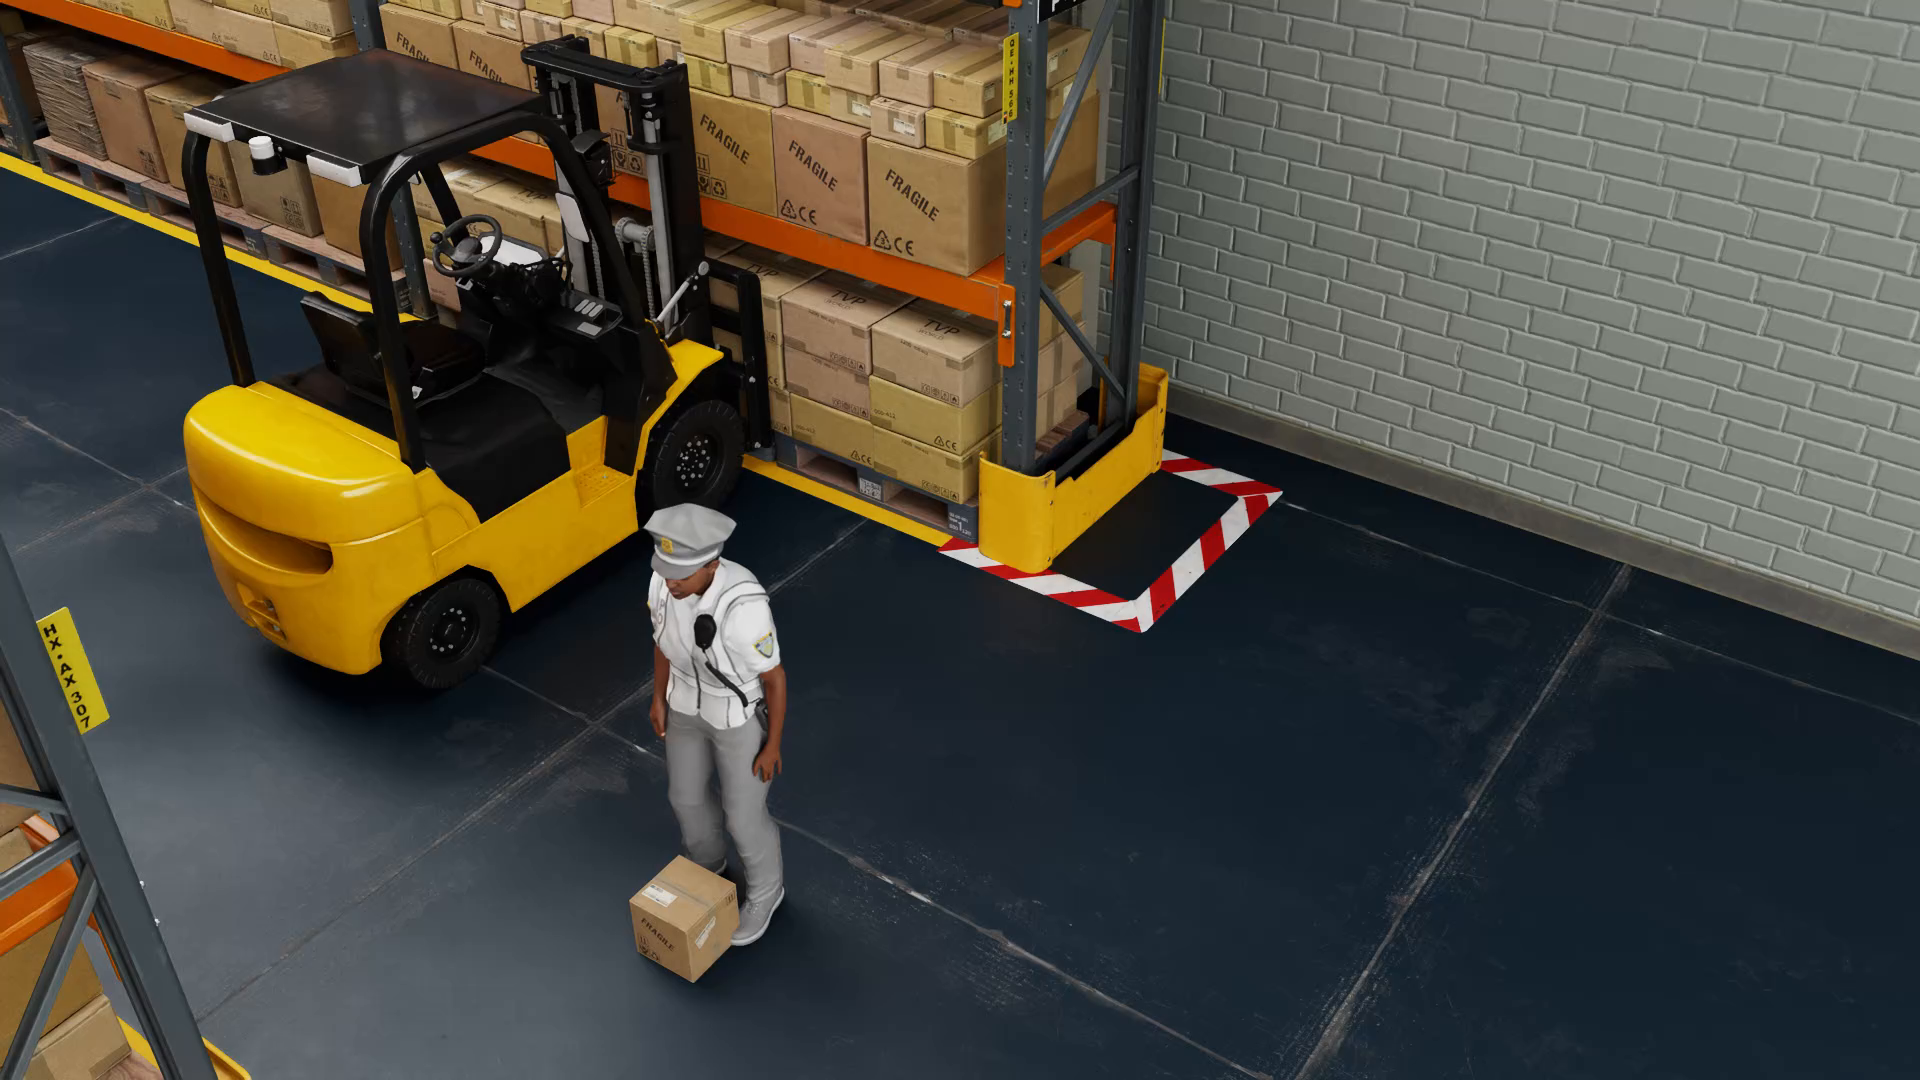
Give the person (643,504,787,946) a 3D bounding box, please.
[{"bbox_3d":[-0.785,0.572,5.318,0.532,1.662,0.396,19,39,25],"label":"person"}]
